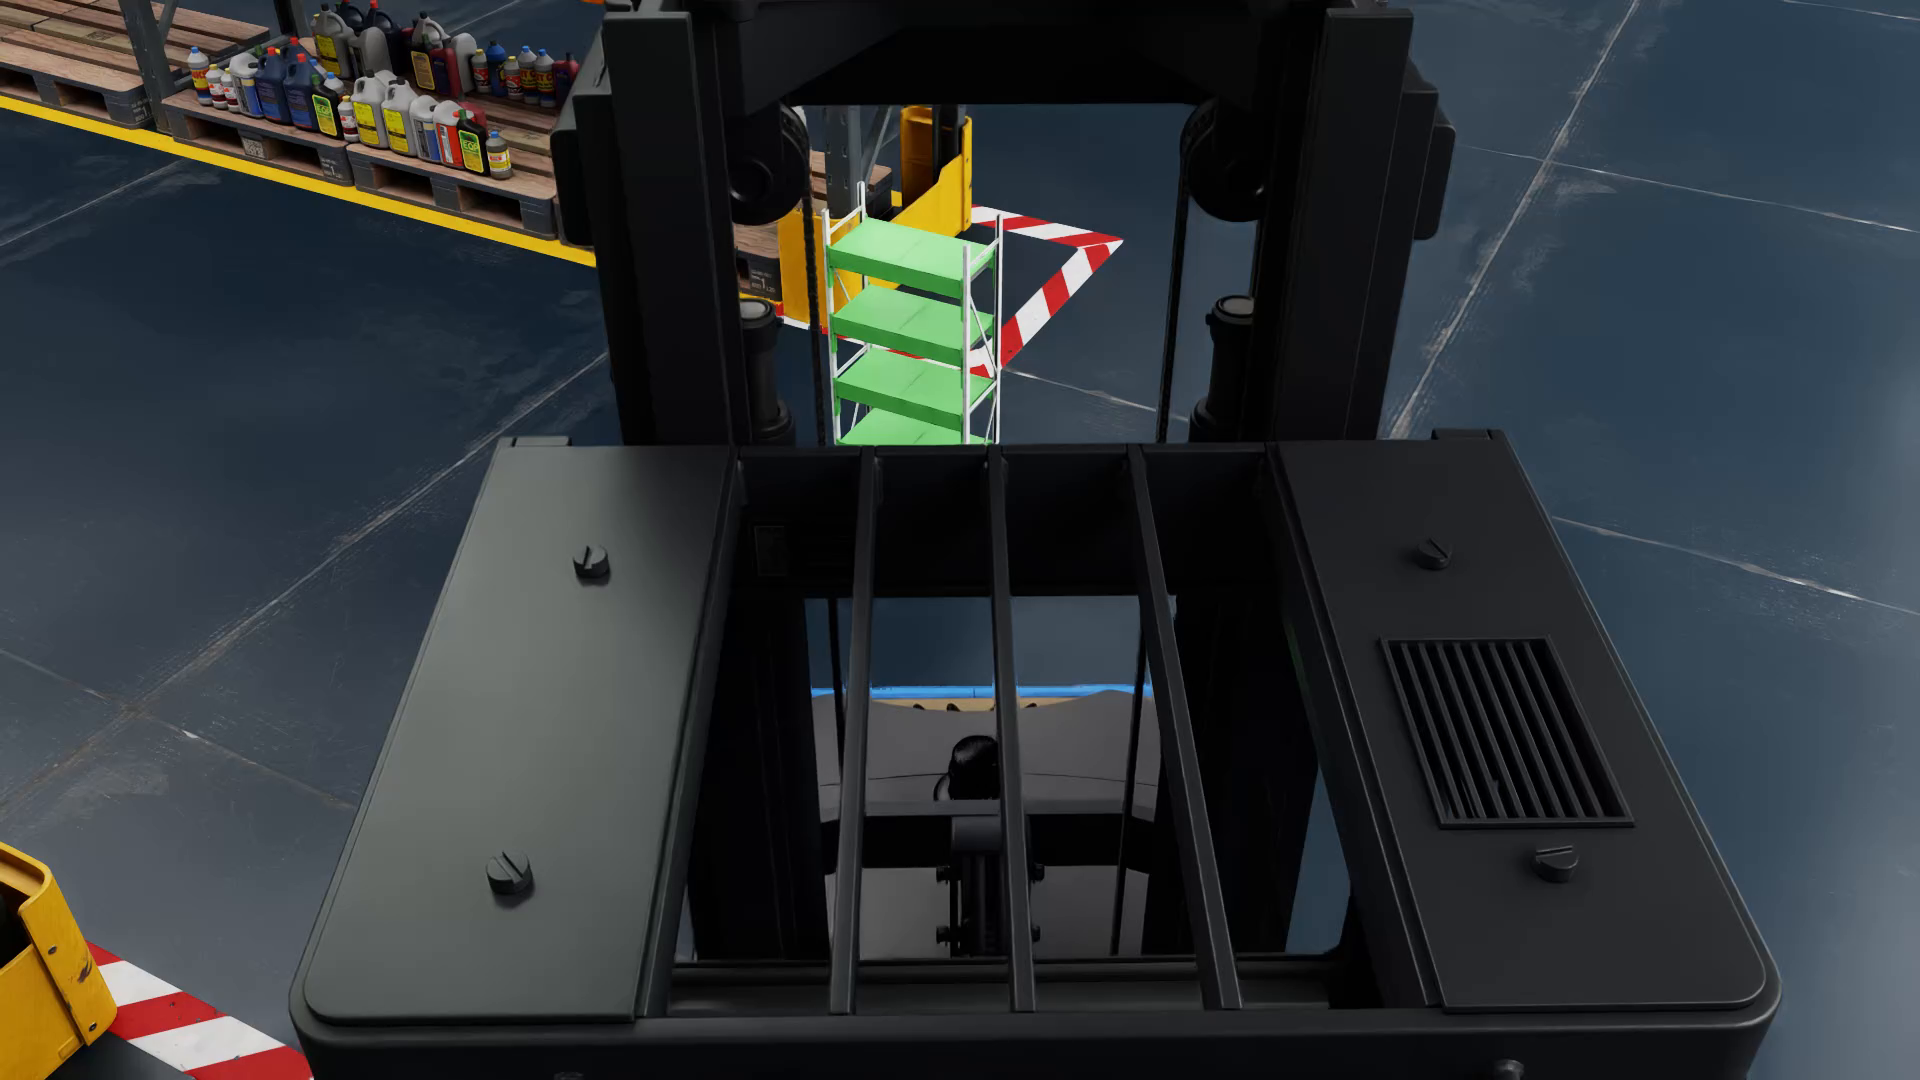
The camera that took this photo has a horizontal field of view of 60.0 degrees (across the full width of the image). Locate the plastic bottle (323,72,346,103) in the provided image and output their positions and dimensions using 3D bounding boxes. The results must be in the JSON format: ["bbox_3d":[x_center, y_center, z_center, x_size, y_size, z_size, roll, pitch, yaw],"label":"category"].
[{"bbox_3d":[-2.968,-2.092,7.918,0.097,0.271,0.097,0,37,0],"label":"plastic bottle"}]

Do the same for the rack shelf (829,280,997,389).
[{"bbox_3d":[-0.147,-0.664,5.341,0.480,0.148,0.258,17,41,21],"label":"rack shelf"}]

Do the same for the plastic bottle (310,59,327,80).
[{"bbox_3d":[-3.099,-2.190,8.046,0.097,0.271,0.097,0,37,0],"label":"plastic bottle"}]

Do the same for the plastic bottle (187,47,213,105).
[{"bbox_3d":[-3.728,-2.288,8.176,0.097,0.271,0.097,0,37,0],"label":"plastic bottle"}]

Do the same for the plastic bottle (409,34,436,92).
[{"bbox_3d":[-2.672,-2.387,8.297,0.133,0.283,0.061,17,41,21],"label":"plastic bottle"}]

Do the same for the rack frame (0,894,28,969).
[{"bbox_3d":[-2.538,0.247,2.944,0.127,3.000,1.000,17,41,21],"label":"rack frame"}]

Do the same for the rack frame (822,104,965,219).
[{"bbox_3d":[-0.257,-2.412,6.446,0.127,3.000,1.000,17,41,21],"label":"rack frame"}]

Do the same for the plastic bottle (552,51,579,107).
[{"bbox_3d":[-1.916,-2.249,8.115,0.133,0.283,0.061,18,41,22],"label":"plastic bottle"}]

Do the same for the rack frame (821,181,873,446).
[{"bbox_3d":[-0.364,-0.592,5.537,0.015,1.200,0.240,17,41,21],"label":"rack frame"}]

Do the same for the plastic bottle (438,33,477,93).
[{"bbox_3d":[-2.505,-2.399,8.319,0.135,0.276,0.152,18,41,22],"label":"plastic bottle"}]

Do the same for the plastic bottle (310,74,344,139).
[{"bbox_3d":[-2.988,-2.049,7.851,0.133,0.283,0.061,19,41,23],"label":"plastic bottle"}]

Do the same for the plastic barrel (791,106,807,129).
[{"bbox_3d":[-0.877,-1.730,7.258,0.421,0.512,0.421,0,37,0],"label":"plastic barrel"}]

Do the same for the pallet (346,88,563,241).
[{"bbox_3d":[-2.144,-1.865,8.033,1.213,0.211,1.003,17,41,21],"label":"pallet"}]

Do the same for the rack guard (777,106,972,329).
[{"bbox_3d":[-0.346,-1.412,7.196,0.348,0.500,1.175,17,41,21],"label":"rack guard"}]

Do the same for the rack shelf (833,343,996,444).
[{"bbox_3d":[-0.147,-0.473,5.487,0.480,0.148,0.258,17,41,21],"label":"rack shelf"}]

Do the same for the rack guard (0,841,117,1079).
[{"bbox_3d":[-2.517,1.249,3.691,0.348,0.500,1.175,17,41,21],"label":"rack guard"}]

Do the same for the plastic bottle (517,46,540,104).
[{"bbox_3d":[-2.117,-2.295,8.185,0.097,0.271,0.097,0,37,0],"label":"plastic bottle"}]

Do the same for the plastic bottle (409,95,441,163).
[{"bbox_3d":[-2.424,-1.901,7.662,0.135,0.276,0.152,16,40,20],"label":"plastic bottle"}]

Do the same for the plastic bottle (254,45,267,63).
[{"bbox_3d":[-3.380,-2.275,8.149,0.133,0.283,0.061,17,41,21],"label":"plastic bottle"}]

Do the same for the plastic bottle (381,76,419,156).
[{"bbox_3d":[-2.573,-1.974,7.697,0.185,0.351,0.144,19,41,23],"label":"plastic bottle"}]

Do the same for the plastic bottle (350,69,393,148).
[{"bbox_3d":[-2.738,-2.026,7.765,0.185,0.351,0.144,17,40,21],"label":"plastic bottle"}]

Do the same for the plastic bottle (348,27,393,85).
[{"bbox_3d":[-2.980,-2.450,8.386,0.135,0.276,0.152,17,41,21],"label":"plastic bottle"}]

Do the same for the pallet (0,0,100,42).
[{"bbox_3d":[-5.612,-2.949,9.461,1.213,0.211,1.003,17,41,21],"label":"pallet"}]

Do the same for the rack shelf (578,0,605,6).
[{"bbox_3d":[-2.033,-2.681,7.396,4.000,0.370,1.077,17,41,21],"label":"rack shelf"}]

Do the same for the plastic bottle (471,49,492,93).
[{"bbox_3d":[-2.387,-2.352,8.318,0.097,0.201,0.097,0,37,0],"label":"plastic bottle"}]

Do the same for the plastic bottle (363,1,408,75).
[{"bbox_3d":[-2.934,-2.566,8.477,0.185,0.351,0.144,15,40,19],"label":"plastic bottle"}]

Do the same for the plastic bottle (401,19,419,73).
[{"bbox_3d":[-2.770,-2.516,8.467,0.133,0.283,0.061,20,42,24],"label":"plastic bottle"}]

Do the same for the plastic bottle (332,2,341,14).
[{"bbox_3d":[-3.230,-2.660,8.657,0.133,0.283,0.061,19,41,24],"label":"plastic bottle"}]

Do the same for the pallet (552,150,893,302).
[{"bbox_3d":[-1.065,-1.526,7.585,1.213,0.211,1.003,17,41,21],"label":"pallet"}]

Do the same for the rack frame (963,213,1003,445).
[{"bbox_3d":[0.070,-0.456,5.358,0.015,1.200,0.240,17,41,21],"label":"rack frame"}]

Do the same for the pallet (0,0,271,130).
[{"bbox_3d":[-4.524,-2.611,9.015,1.213,0.211,1.003,17,41,21],"label":"pallet"}]

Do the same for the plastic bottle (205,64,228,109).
[{"bbox_3d":[-3.637,-2.232,8.160,0.097,0.201,0.097,0,37,0],"label":"plastic bottle"}]

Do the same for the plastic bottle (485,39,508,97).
[{"bbox_3d":[-2.297,-2.351,8.259,0.097,0.271,0.097,0,37,0],"label":"plastic bottle"}]

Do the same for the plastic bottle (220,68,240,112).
[{"bbox_3d":[-3.547,-2.204,8.123,0.097,0.201,0.097,0,37,0],"label":"plastic bottle"}]

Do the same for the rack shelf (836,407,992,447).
[{"bbox_3d":[-0.147,-0.282,5.632,0.480,0.148,0.258,17,41,21],"label":"rack shelf"}]

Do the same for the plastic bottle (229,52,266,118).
[{"bbox_3d":[-3.428,-2.215,8.076,0.135,0.276,0.152,19,41,23],"label":"plastic bottle"}]

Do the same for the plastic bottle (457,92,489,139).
[{"bbox_3d":[-2.252,-1.922,7.684,0.133,0.283,0.061,17,41,21],"label":"plastic bottle"}]

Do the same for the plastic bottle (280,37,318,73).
[{"bbox_3d":[-3.217,-2.274,8.092,0.185,0.351,0.144,17,41,21],"label":"plastic bottle"}]

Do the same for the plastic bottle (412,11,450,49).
[{"bbox_3d":[-2.647,-2.476,8.359,0.185,0.351,0.144,17,40,21],"label":"plastic bottle"}]

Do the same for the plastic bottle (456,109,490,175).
[{"bbox_3d":[-2.202,-1.803,7.527,0.133,0.283,0.061,18,41,23],"label":"plastic bottle"}]

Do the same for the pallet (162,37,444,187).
[{"bbox_3d":[-3.232,-2.204,8.479,1.213,0.211,1.003,17,41,21],"label":"pallet"}]

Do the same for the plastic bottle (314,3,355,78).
[{"bbox_3d":[-3.171,-2.542,8.445,0.185,0.351,0.144,17,41,21],"label":"plastic bottle"}]

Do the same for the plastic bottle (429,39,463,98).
[{"bbox_3d":[-2.553,-2.345,8.241,0.133,0.283,0.061,17,41,21],"label":"plastic bottle"}]

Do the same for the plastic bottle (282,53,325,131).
[{"bbox_3d":[-3.116,-2.144,7.921,0.185,0.351,0.144,16,40,20],"label":"plastic bottle"}]

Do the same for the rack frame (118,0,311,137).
[{"bbox_3d":[-3.809,-3.524,7.911,0.127,3.000,1.000,17,41,21],"label":"rack frame"}]

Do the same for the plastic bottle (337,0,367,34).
[{"bbox_3d":[-3.105,-2.620,8.547,0.185,0.351,0.144,16,40,20],"label":"plastic bottle"}]

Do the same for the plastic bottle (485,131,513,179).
[{"bbox_3d":[-2.090,-1.748,7.522,0.097,0.201,0.097,0,37,0],"label":"plastic bottle"}]

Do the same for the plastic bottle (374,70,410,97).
[{"bbox_3d":[-2.692,-2.083,7.902,0.135,0.276,0.152,17,41,21],"label":"plastic bottle"}]

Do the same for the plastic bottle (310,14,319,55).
[{"bbox_3d":[-3.344,-2.651,8.712,0.097,0.201,0.097,0,37,0],"label":"plastic bottle"}]

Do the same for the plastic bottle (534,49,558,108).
[{"bbox_3d":[-2.028,-2.267,8.148,0.097,0.271,0.097,0,37,0],"label":"plastic bottle"}]

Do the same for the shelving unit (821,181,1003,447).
[{"bbox_3d":[-0.147,-0.524,5.448,0.503,1.200,0.258,17,41,21],"label":"shelving unit"}]

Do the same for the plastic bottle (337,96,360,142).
[{"bbox_3d":[-2.875,-1.993,7.846,0.097,0.201,0.097,0,37,0],"label":"plastic bottle"}]

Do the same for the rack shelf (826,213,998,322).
[{"bbox_3d":[-0.147,-0.855,5.196,0.480,0.148,0.258,17,41,21],"label":"rack shelf"}]

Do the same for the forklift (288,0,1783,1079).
[{"bbox_3d":[0.051,0.886,2.158,1.130,2.935,3.031,-1,37,-1],"label":"forklift"}]

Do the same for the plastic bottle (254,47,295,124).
[{"bbox_3d":[-3.283,-2.197,7.990,0.185,0.351,0.144,18,41,23],"label":"plastic bottle"}]

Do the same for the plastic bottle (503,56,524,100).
[{"bbox_3d":[-2.205,-2.294,8.242,0.097,0.201,0.097,0,37,0],"label":"plastic bottle"}]

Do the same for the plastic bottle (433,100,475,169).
[{"bbox_3d":[-2.301,-1.862,7.611,0.135,0.276,0.152,18,41,22],"label":"plastic bottle"}]
